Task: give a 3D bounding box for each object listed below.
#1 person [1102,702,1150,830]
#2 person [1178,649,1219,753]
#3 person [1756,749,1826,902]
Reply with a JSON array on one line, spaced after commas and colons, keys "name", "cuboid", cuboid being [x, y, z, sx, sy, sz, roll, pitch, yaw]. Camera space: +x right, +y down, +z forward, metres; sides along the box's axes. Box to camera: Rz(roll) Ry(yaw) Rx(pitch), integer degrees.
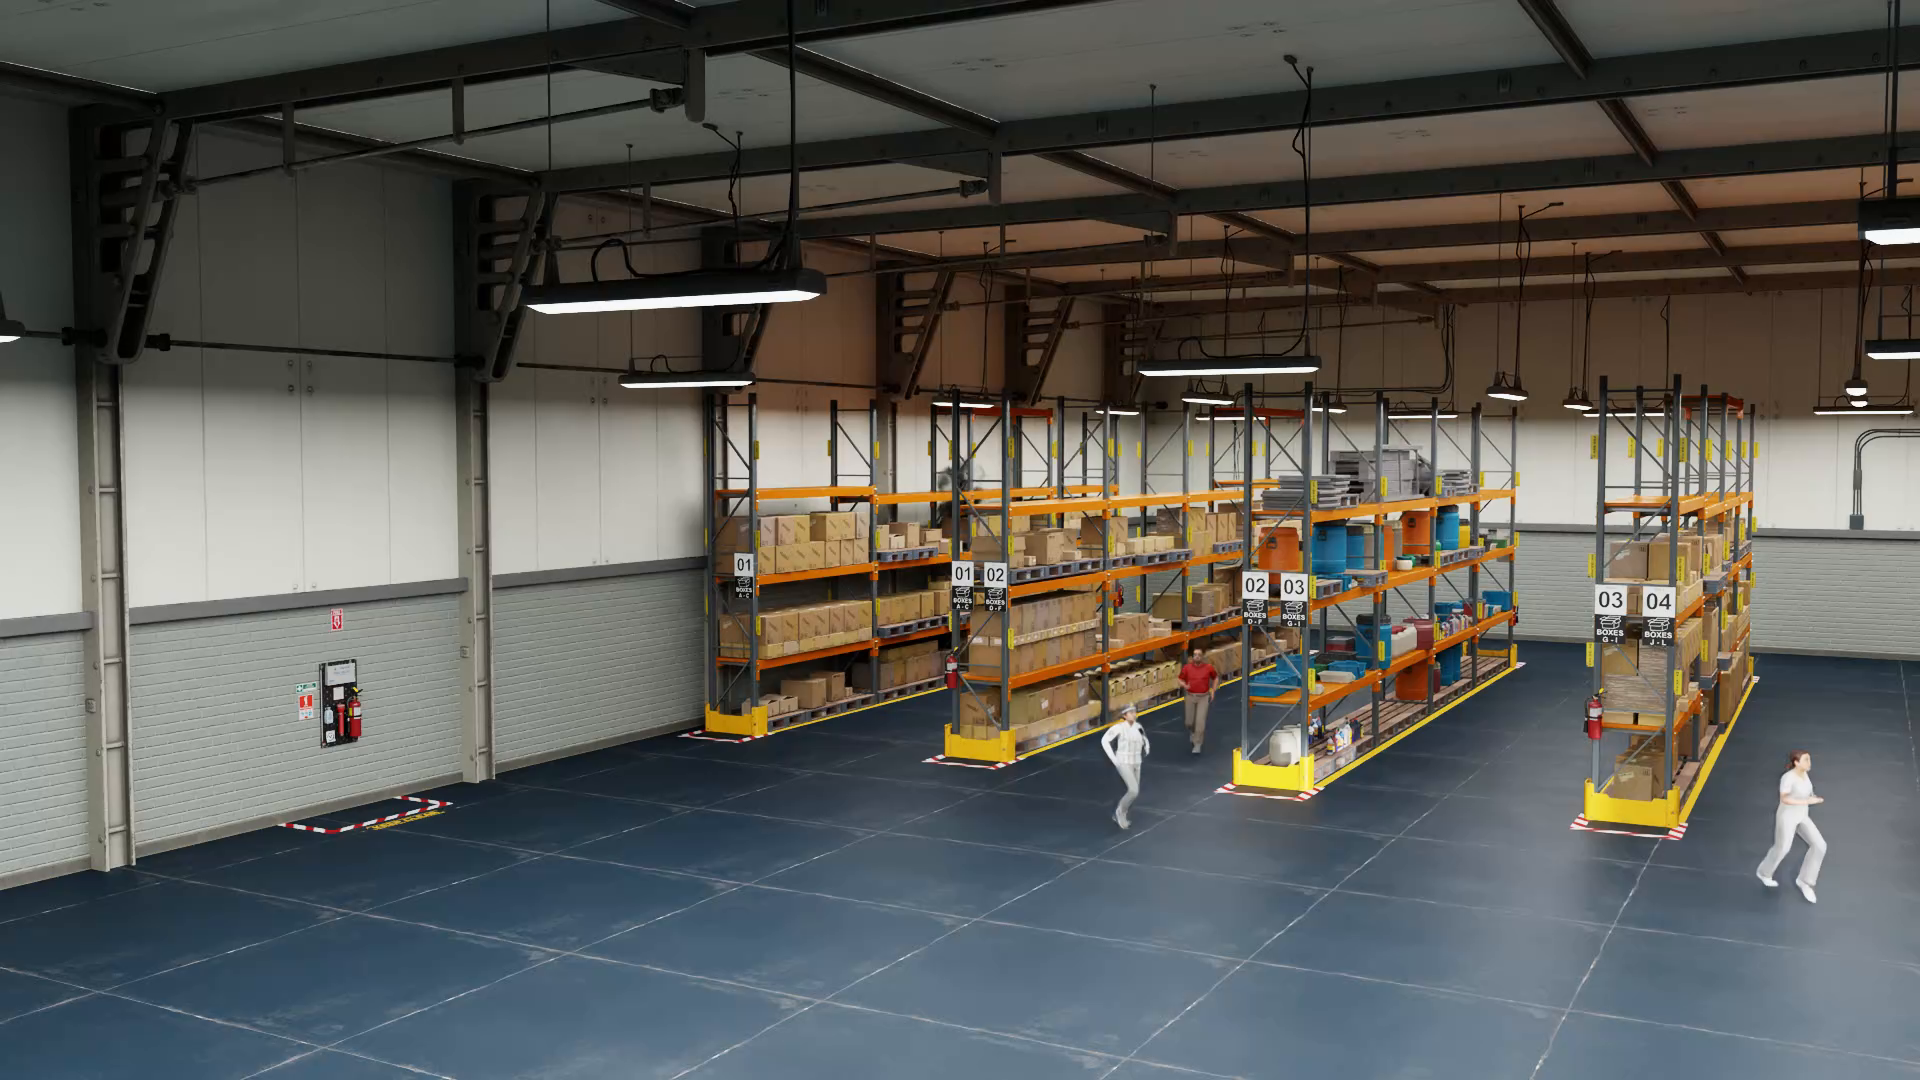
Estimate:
[{"name": "person", "cuboid": [2.241, 2.969, 21.960, 0.673, 1.686, 0.573, -2, 4, -34]}, {"name": "person", "cuboid": [3.961, 2.652, 27.687, 0.670, 1.698, 0.796, 1, 3, 15]}, {"name": "person", "cuboid": [9.326, 3.161, 18.678, 0.586, 1.692, 0.828, -2, 3, -28]}]
